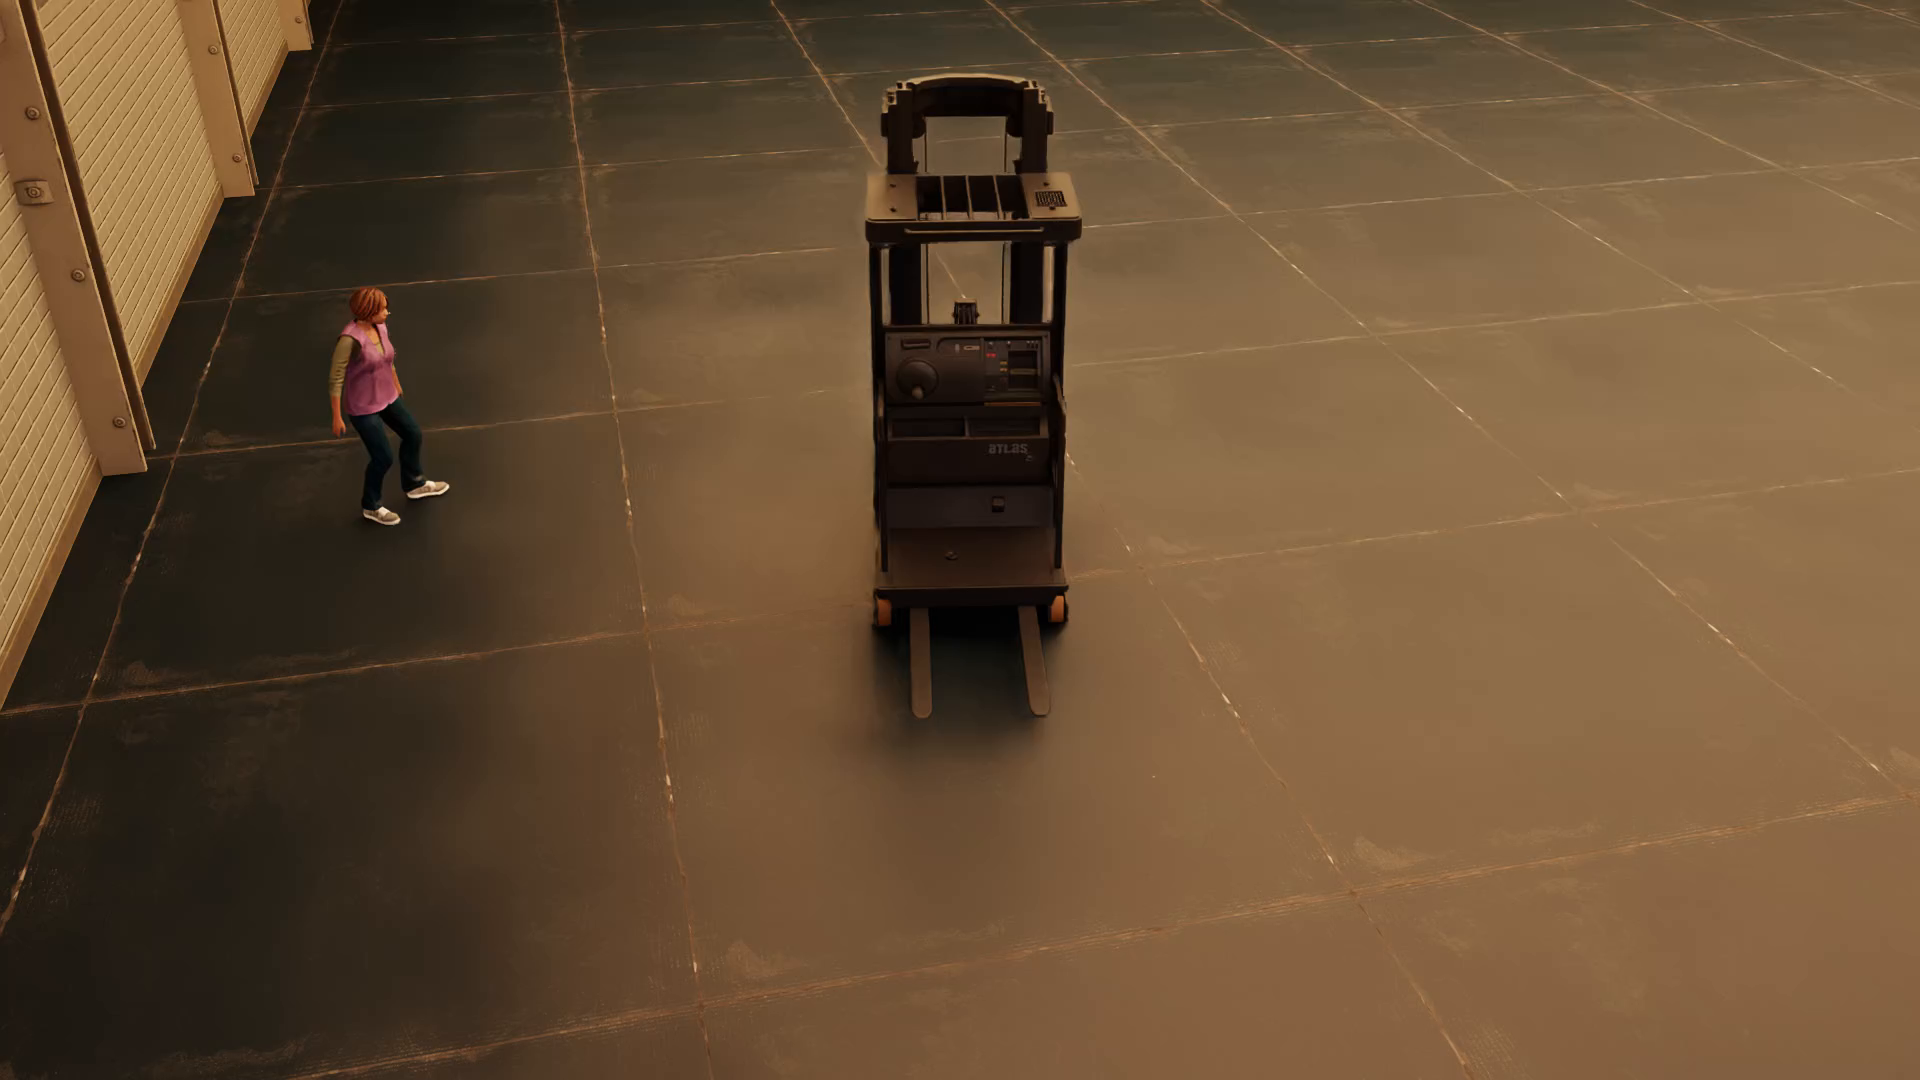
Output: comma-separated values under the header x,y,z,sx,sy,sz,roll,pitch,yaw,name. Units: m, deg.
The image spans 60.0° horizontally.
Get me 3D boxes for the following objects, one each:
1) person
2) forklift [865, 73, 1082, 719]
x,y,z,sx,sy,sz,roll,pitch,yaw,name
-3.649,-0.853,10.436,0.379,1.555,0.726,9,31,15,person
0.054,-0.931,9.183,1.130,2.935,3.031,-1,30,-2,forklift
